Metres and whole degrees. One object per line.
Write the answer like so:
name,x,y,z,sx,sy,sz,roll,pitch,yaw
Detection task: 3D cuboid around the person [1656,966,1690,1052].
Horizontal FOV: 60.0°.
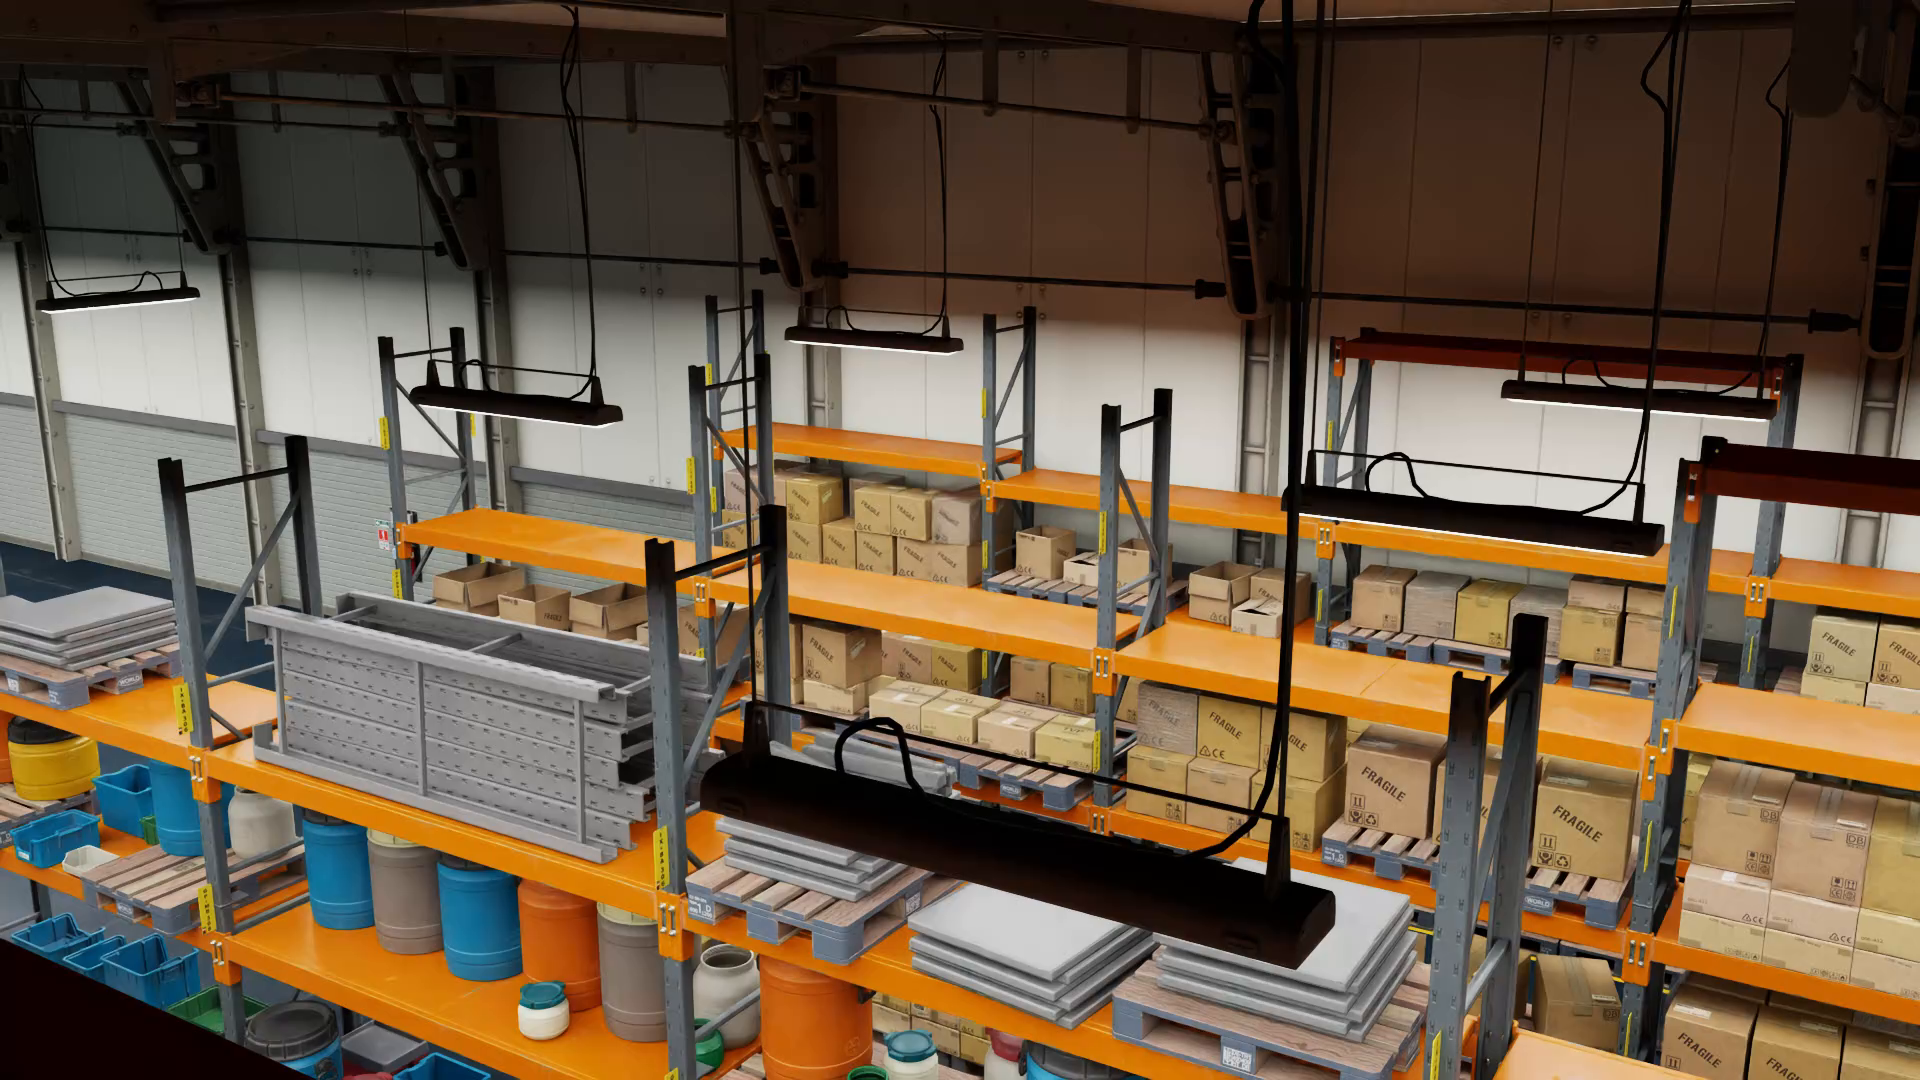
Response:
person,6.529,3.763,14.586,0.984,1.603,0.447,5,15,21
